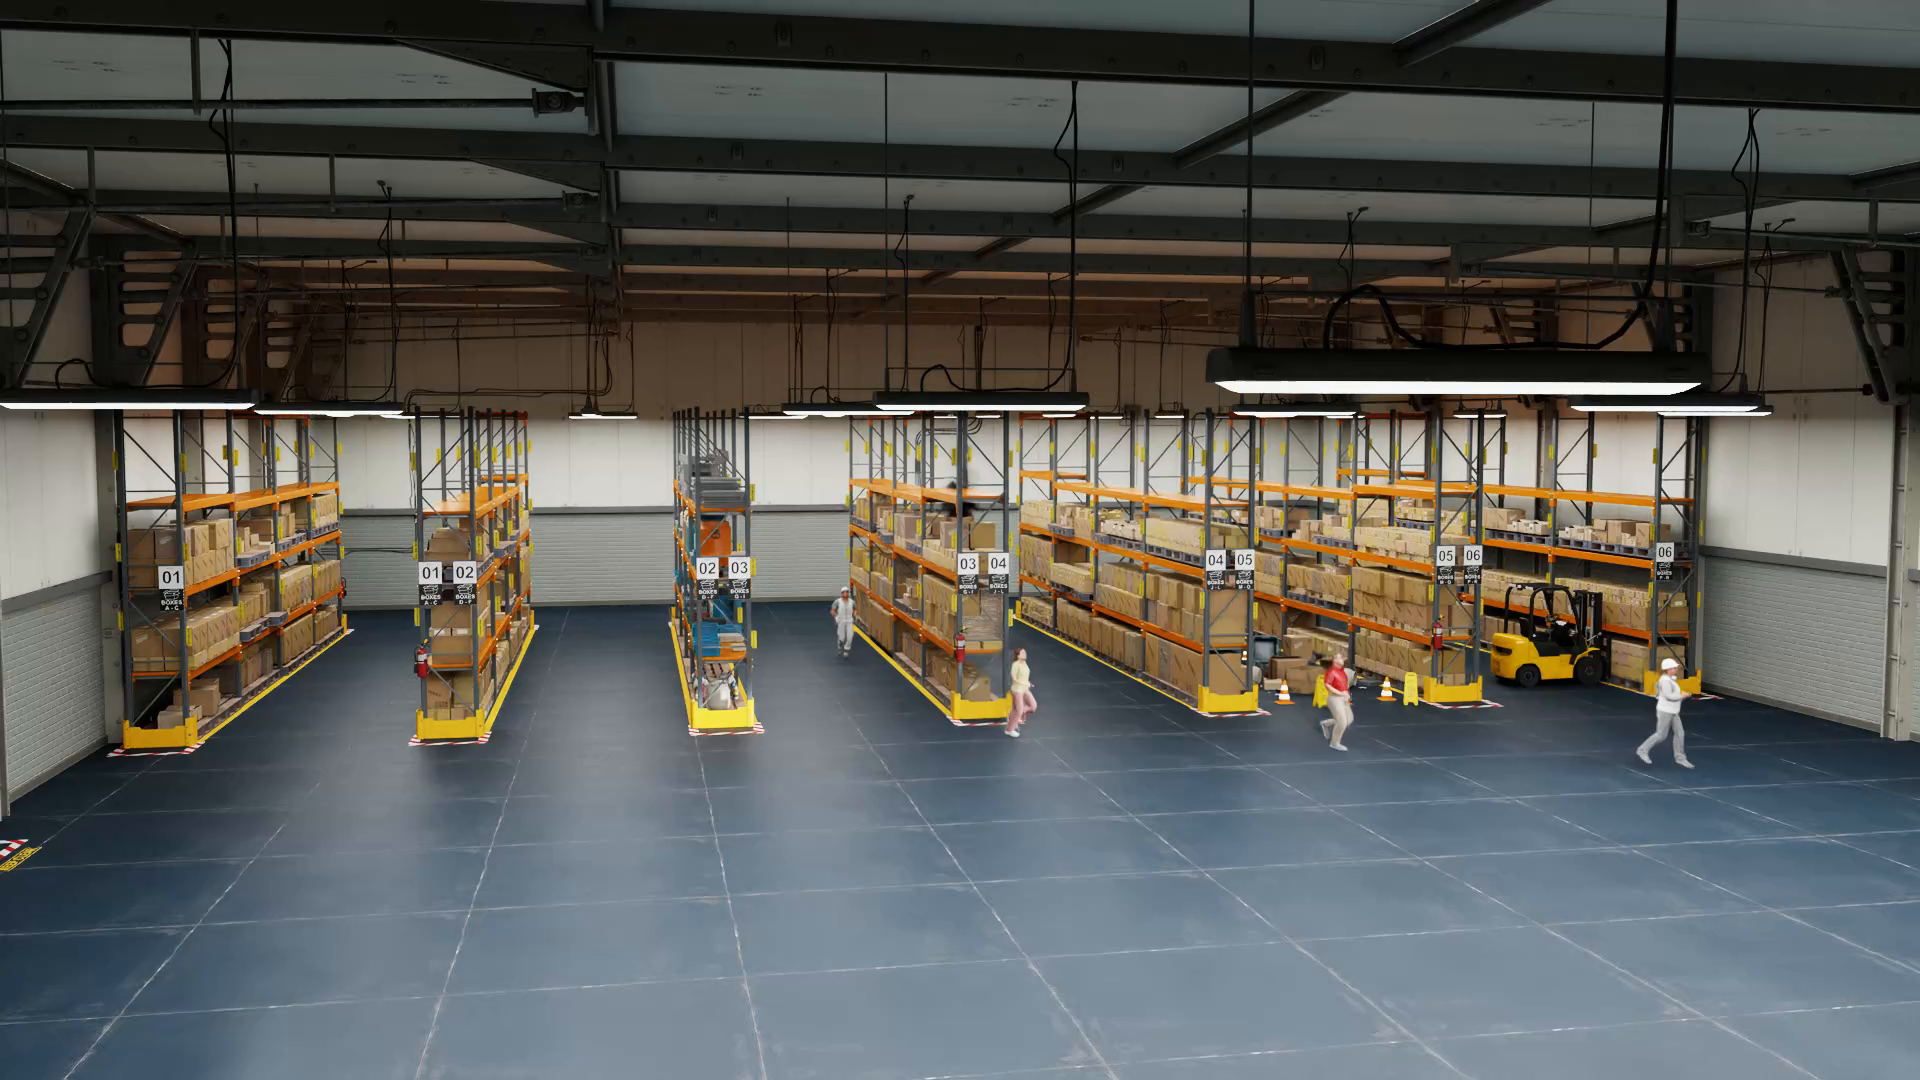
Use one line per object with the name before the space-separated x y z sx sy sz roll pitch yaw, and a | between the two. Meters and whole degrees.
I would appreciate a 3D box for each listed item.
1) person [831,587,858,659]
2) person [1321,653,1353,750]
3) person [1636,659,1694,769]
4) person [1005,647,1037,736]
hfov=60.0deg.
person | -2.763 2.001 40.103 0.652 1.736 0.612 -1 4 -15
person | 6.601 2.819 29.154 0.616 1.693 0.697 3 5 35
person | 11.692 2.859 27.518 0.893 1.801 0.674 2 5 32
person | 1.121 2.758 30.315 0.636 1.628 0.609 3 5 32
